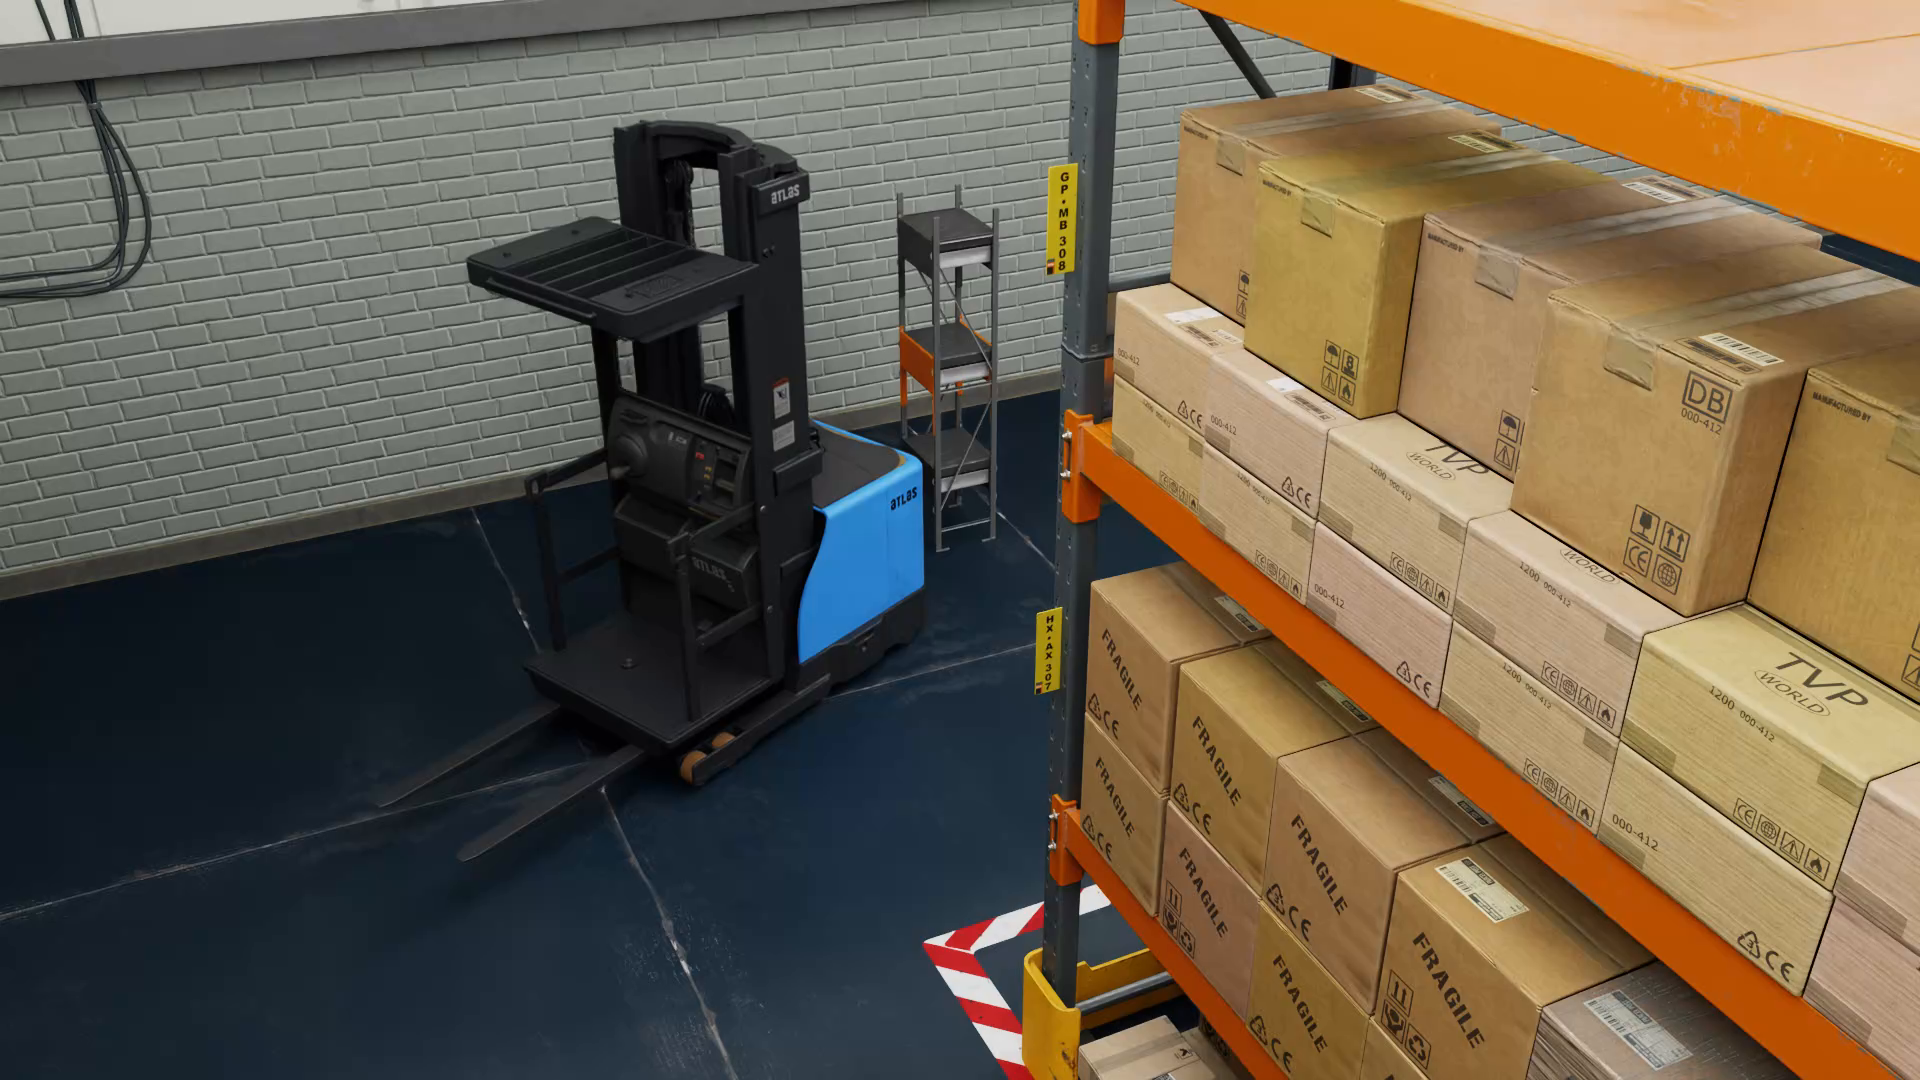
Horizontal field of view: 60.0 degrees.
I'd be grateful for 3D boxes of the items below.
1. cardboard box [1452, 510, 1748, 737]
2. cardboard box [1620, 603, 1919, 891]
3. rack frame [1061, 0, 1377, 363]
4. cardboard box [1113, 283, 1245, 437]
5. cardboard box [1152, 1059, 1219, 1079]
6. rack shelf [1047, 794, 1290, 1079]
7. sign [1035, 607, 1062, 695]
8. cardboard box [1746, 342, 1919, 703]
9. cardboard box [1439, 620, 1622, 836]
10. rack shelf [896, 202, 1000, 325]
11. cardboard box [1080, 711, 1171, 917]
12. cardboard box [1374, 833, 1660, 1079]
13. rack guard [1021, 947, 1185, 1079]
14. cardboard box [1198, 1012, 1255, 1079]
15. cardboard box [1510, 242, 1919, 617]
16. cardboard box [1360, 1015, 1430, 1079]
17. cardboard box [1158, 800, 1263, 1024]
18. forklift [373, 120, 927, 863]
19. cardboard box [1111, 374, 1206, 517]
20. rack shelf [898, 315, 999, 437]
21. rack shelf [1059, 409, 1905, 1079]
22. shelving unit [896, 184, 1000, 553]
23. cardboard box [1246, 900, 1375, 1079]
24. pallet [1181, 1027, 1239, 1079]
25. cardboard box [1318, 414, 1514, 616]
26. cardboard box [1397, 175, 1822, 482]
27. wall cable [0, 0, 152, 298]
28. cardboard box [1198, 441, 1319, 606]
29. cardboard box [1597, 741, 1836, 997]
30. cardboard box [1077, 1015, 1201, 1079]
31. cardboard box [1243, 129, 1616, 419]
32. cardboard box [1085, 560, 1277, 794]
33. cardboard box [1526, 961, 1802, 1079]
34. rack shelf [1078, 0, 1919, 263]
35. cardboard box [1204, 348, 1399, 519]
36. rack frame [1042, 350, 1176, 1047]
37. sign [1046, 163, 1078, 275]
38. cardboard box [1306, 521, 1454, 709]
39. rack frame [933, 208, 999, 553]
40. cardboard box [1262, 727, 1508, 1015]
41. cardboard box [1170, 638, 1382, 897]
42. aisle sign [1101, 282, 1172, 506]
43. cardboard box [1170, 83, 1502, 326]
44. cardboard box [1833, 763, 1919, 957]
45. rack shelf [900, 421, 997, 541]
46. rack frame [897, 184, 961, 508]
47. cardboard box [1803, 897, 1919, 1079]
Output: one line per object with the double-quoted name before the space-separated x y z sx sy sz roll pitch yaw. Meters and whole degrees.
"cardboard box" 1.416 0.123 3.512 0.500 0.250 0.500 -13 32 -22
"cardboard box" 1.630 0.344 3.118 0.500 0.250 0.500 -13 32 -22
"rack frame" 0.791 -1.978 4.549 1.000 3.000 0.127 -13 32 -22
"cardboard box" 0.776 -0.541 4.695 0.500 0.250 0.500 -13 32 -22
"cardboard box" 0.767 2.050 5.947 0.380 0.166 0.250 -13 32 -22
"rack shelf" 1.649 1.836 4.617 1.077 0.370 4.000 -13 32 -22
"sign" 0.301 0.375 5.602 0.100 0.325 0.005 -13 32 -22
"cardboard box" 1.958 -0.059 3.070 0.700 0.500 0.500 -13 32 -22
"cardboard box" 1.421 0.340 3.636 0.500 0.250 0.500 -13 32 -22
"rack shelf" -0.071 -1.588 9.504 0.431 0.518 0.480 -13 32 -22
"cardboard box" 0.743 0.847 5.544 0.500 0.500 0.500 -12 32 -21
"cardboard box" 1.404 1.086 4.095 0.500 0.500 0.500 -13 32 -22
"rack guard" 0.823 1.763 6.568 1.175 0.500 0.348 -13 32 -22
"cardboard box" 1.247 1.726 6.184 0.500 0.500 0.500 -13 32 -22
"cardboard box" 1.606 -0.248 3.407 0.700 0.500 0.500 -13 32 -22
"cardboard box" 1.395 1.517 4.349 0.500 0.500 0.500 -13 32 -21
"cardboard box" 0.969 1.073 5.140 0.500 0.500 0.500 -13 32 -22
"forklift" -1.492 -0.359 7.866 1.130 2.935 3.031 21 36 33
"cardboard box" 0.782 -0.324 4.820 0.500 0.250 0.500 -13 32 -22
"rack shelf" -0.071 -0.977 9.846 0.431 0.518 0.480 -13 32 -22
"rack shelf" 1.649 0.528 3.884 1.077 0.370 4.000 -13 32 -22
"shelving unit" -0.071 -0.989 9.840 0.431 2.100 0.503 -13 32 -22
"cardboard box" 1.182 1.296 4.743 0.500 0.500 0.500 -13 32 -22
"pallet" 1.167 2.241 6.011 1.003 0.211 1.213 -13 32 -22
"cardboard box" 1.205 -0.099 3.907 0.500 0.250 0.500 -13 32 -22
"cardboard box" 1.476 -0.489 3.836 0.700 0.500 0.500 -13 32 -22
"wall cable" -5.787 -2.155 8.040 3.097 2.526 0.112 -13 32 -22
"cardboard box" 0.985 -0.100 4.421 0.500 0.250 0.500 -13 32 -22
"cardboard box" 1.632 0.562 3.241 0.500 0.250 0.500 -13 32 -22
"cardboard box" 0.660 1.948 6.148 0.380 0.149 0.250 -13 32 -22
"cardboard box" 1.164 -0.687 4.190 0.700 0.500 0.500 -13 32 -22
"cardboard box" 0.743 0.410 5.299 0.500 0.500 0.500 -12 31 -20
"cardboard box" 1.619 1.309 3.698 0.500 0.500 0.500 -13 32 -22
"rack shelf" 1.649 -0.779 3.151 1.077 0.370 4.000 -13 32 -22
"cardboard box" 0.984 -0.318 4.299 0.500 0.250 0.500 -13 32 -22
"rack frame" 0.791 0.639 6.017 1.000 3.000 0.127 -13 32 -22
"sign" 0.301 -0.937 4.866 0.100 0.325 0.005 -13 32 -22
"cardboard box" 1.201 0.120 4.028 0.500 0.250 0.500 -13 32 -22
"rack frame" 0.034 -0.881 9.648 0.400 2.100 0.015 -13 32 -22
"cardboard box" 1.185 0.862 4.495 0.500 0.500 0.500 -13 32 -21
"cardboard box" 0.974 0.640 4.891 0.500 0.500 0.500 -13 32 -21
"aisle sign" 0.496 -0.464 5.325 0.394 0.787 0.004 -13 32 -22
"cardboard box" 1.026 -0.926 4.616 0.700 0.500 0.500 -13 32 -22
"cardboard box" 1.842 0.565 2.723 0.500 0.250 0.500 -13 32 -22
"rack shelf" -0.071 -0.367 10.189 0.431 0.518 0.480 -13 32 -22
"rack frame" -0.176 -1.097 10.032 0.400 2.100 0.015 -13 32 -22
"cardboard box" 1.854 0.781 2.850 0.500 0.250 0.500 -13 32 -22
